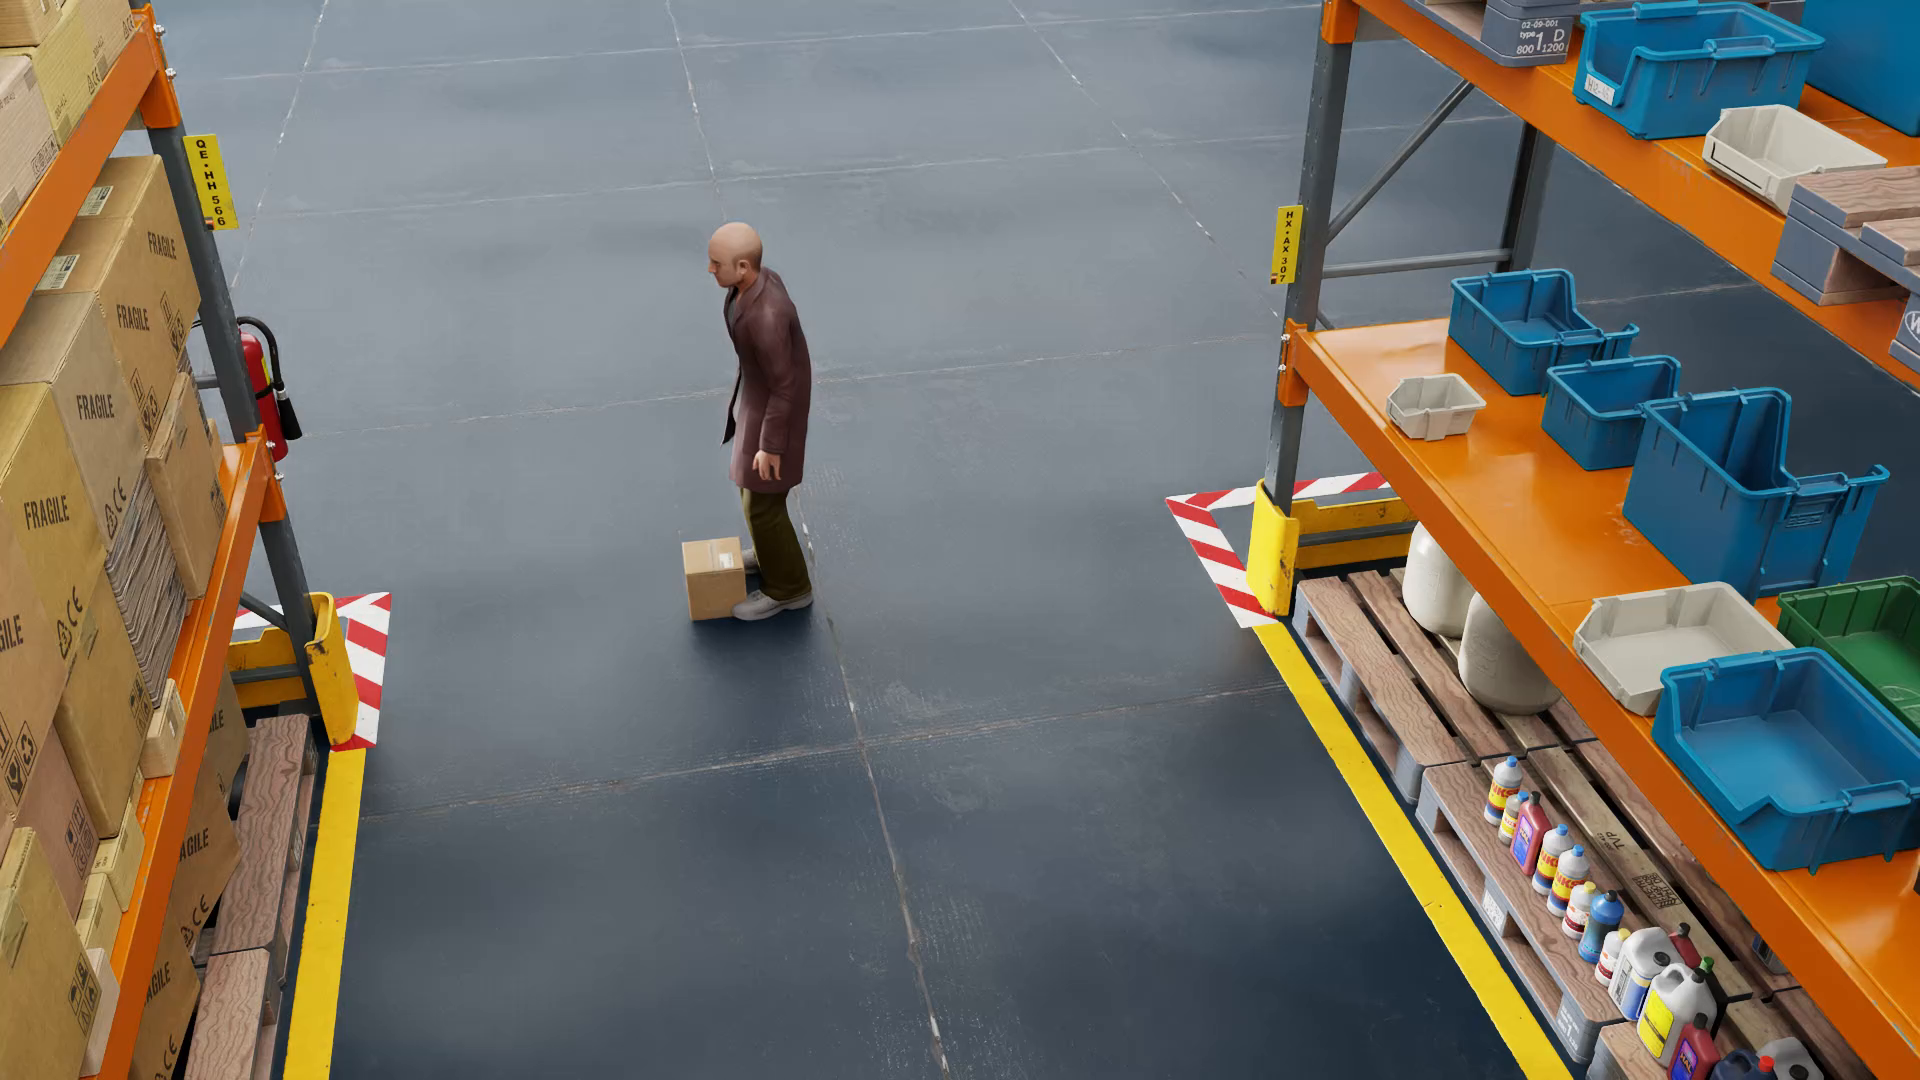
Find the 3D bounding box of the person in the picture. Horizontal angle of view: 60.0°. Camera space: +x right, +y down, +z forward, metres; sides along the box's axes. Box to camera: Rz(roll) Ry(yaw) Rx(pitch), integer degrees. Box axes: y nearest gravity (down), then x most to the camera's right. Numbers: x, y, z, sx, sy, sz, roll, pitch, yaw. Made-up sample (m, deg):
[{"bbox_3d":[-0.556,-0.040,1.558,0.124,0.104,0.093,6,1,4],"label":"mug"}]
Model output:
[{"bbox_3d":[-0.826,-0.496,6.895,0.429,1.772,0.643,-9,35,-13],"label":"person"}]
